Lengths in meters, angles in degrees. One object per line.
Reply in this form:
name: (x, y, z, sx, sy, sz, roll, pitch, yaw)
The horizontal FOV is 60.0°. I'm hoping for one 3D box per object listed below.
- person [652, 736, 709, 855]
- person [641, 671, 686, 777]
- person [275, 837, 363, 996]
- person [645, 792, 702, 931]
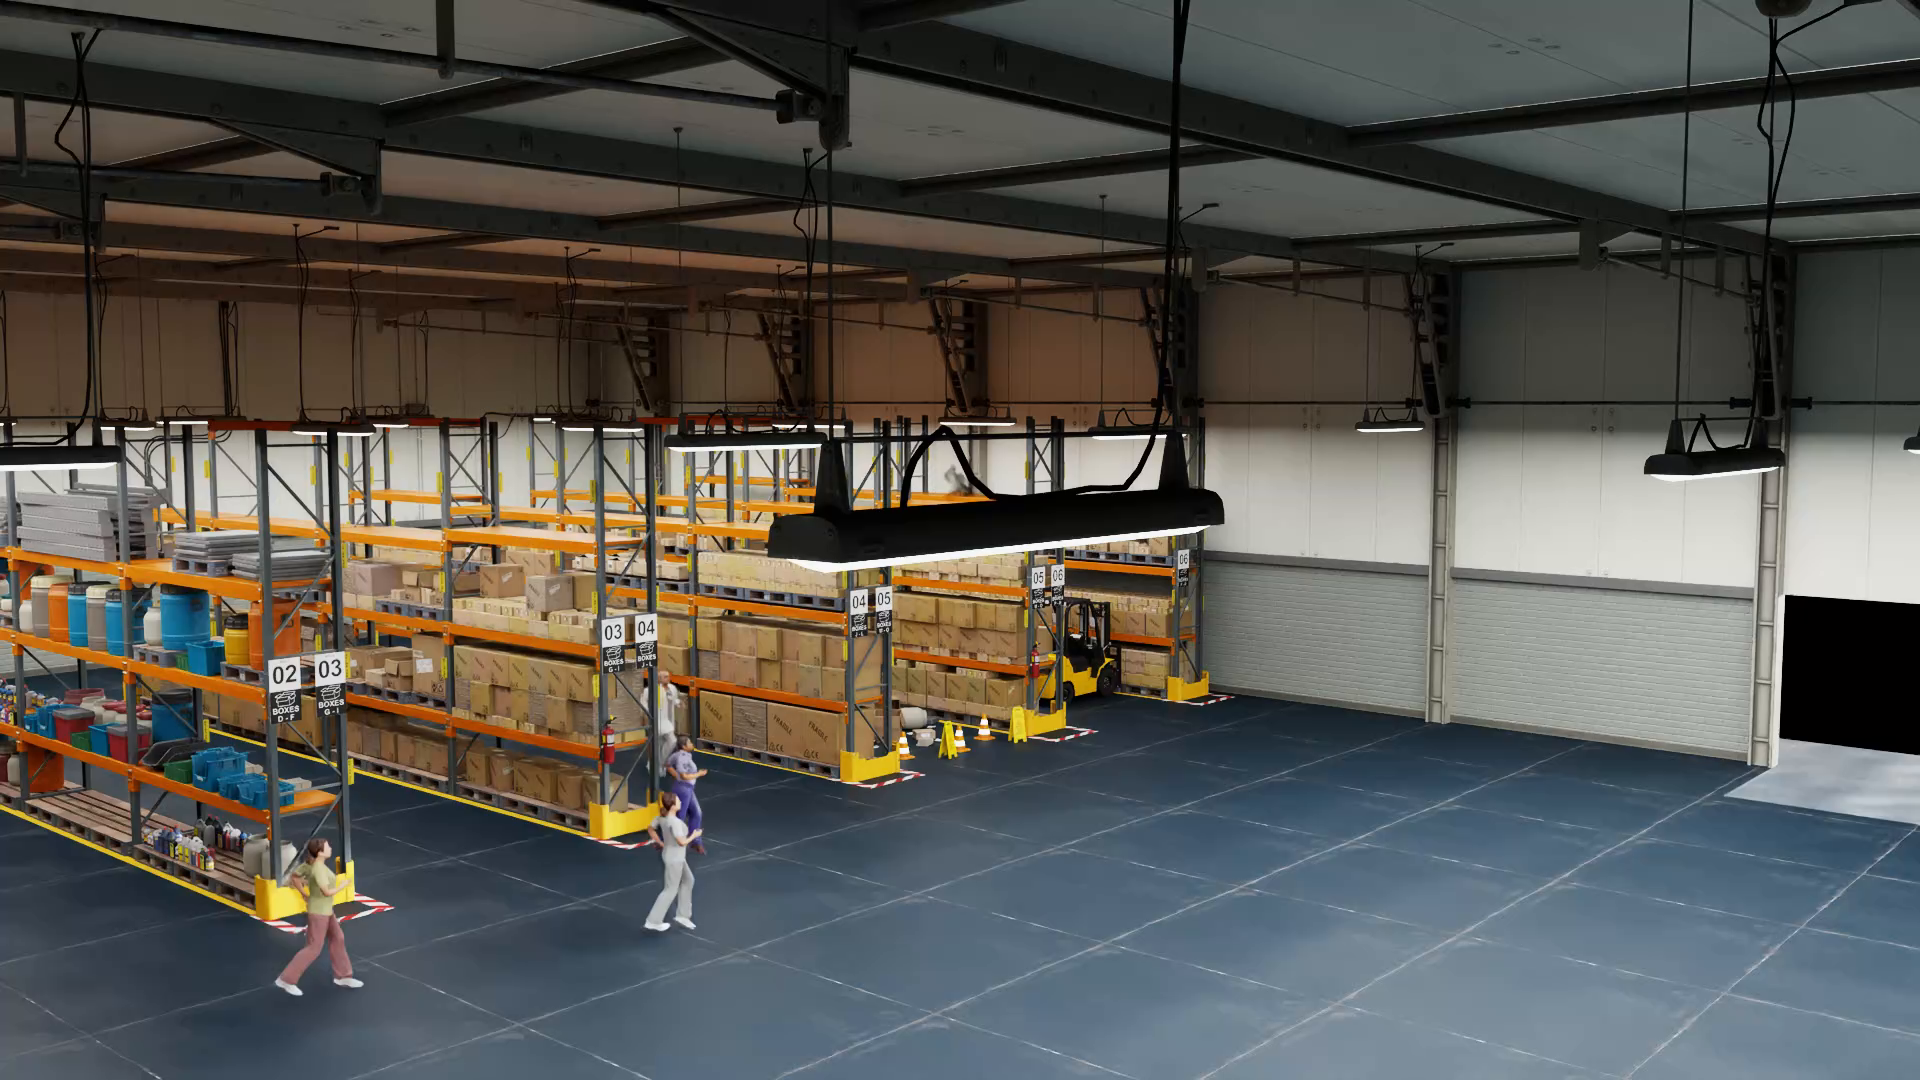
person: (-3.915, 3.603, 23.258, 0.774, 1.688, 0.605, -1, 5, -8)
person: (-5.004, 3.118, 28.241, 0.787, 1.820, 0.669, 3, 6, 31)
person: (-6.830, 4.004, 17.686, 0.894, 1.697, 0.593, -3, 5, -29)
person: (-3.423, 3.949, 19.809, 0.720, 1.514, 0.546, -2, 5, -26)
